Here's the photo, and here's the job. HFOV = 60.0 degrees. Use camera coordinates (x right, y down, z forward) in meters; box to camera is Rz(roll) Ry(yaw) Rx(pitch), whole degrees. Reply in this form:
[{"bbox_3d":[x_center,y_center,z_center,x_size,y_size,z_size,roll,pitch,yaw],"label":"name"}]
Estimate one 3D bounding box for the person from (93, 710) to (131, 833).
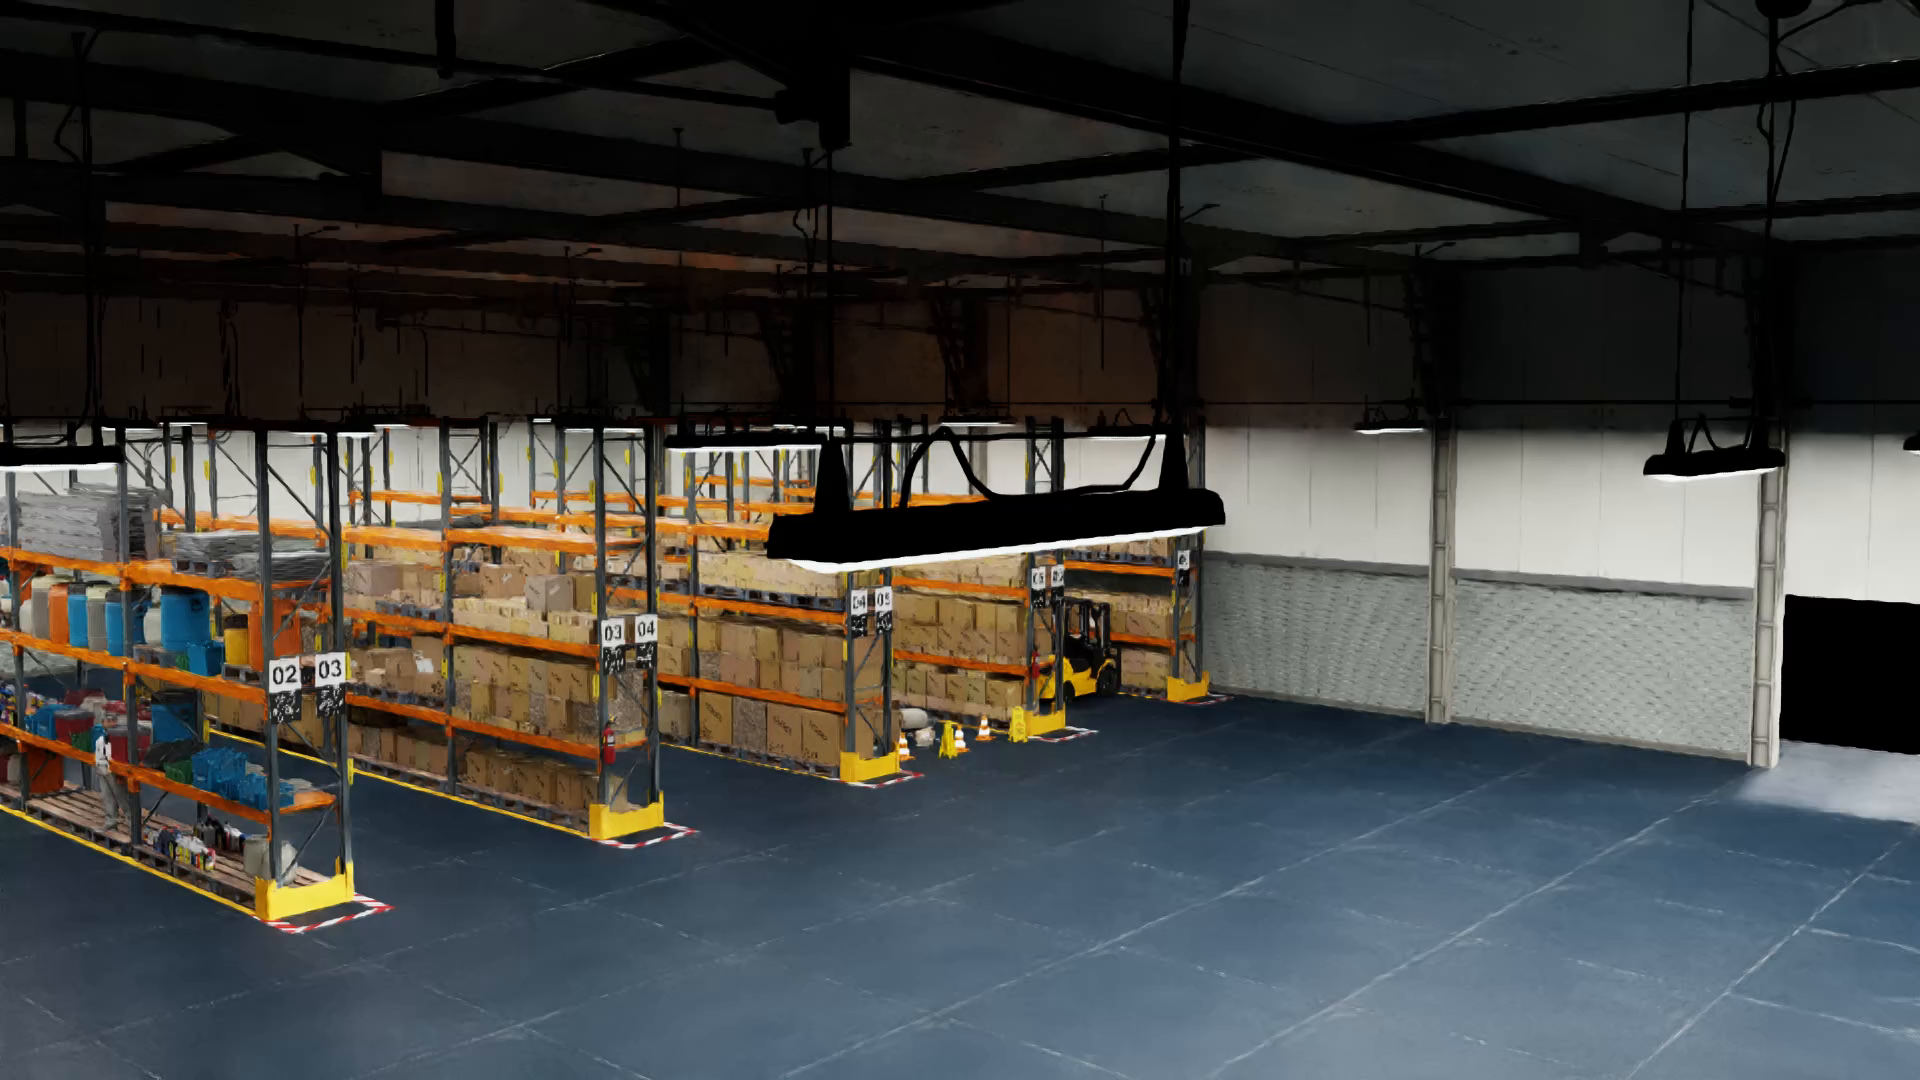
[{"bbox_3d":[-12.037,3.279,23.685,0.605,1.760,0.503,3,6,34],"label":"person"}]
